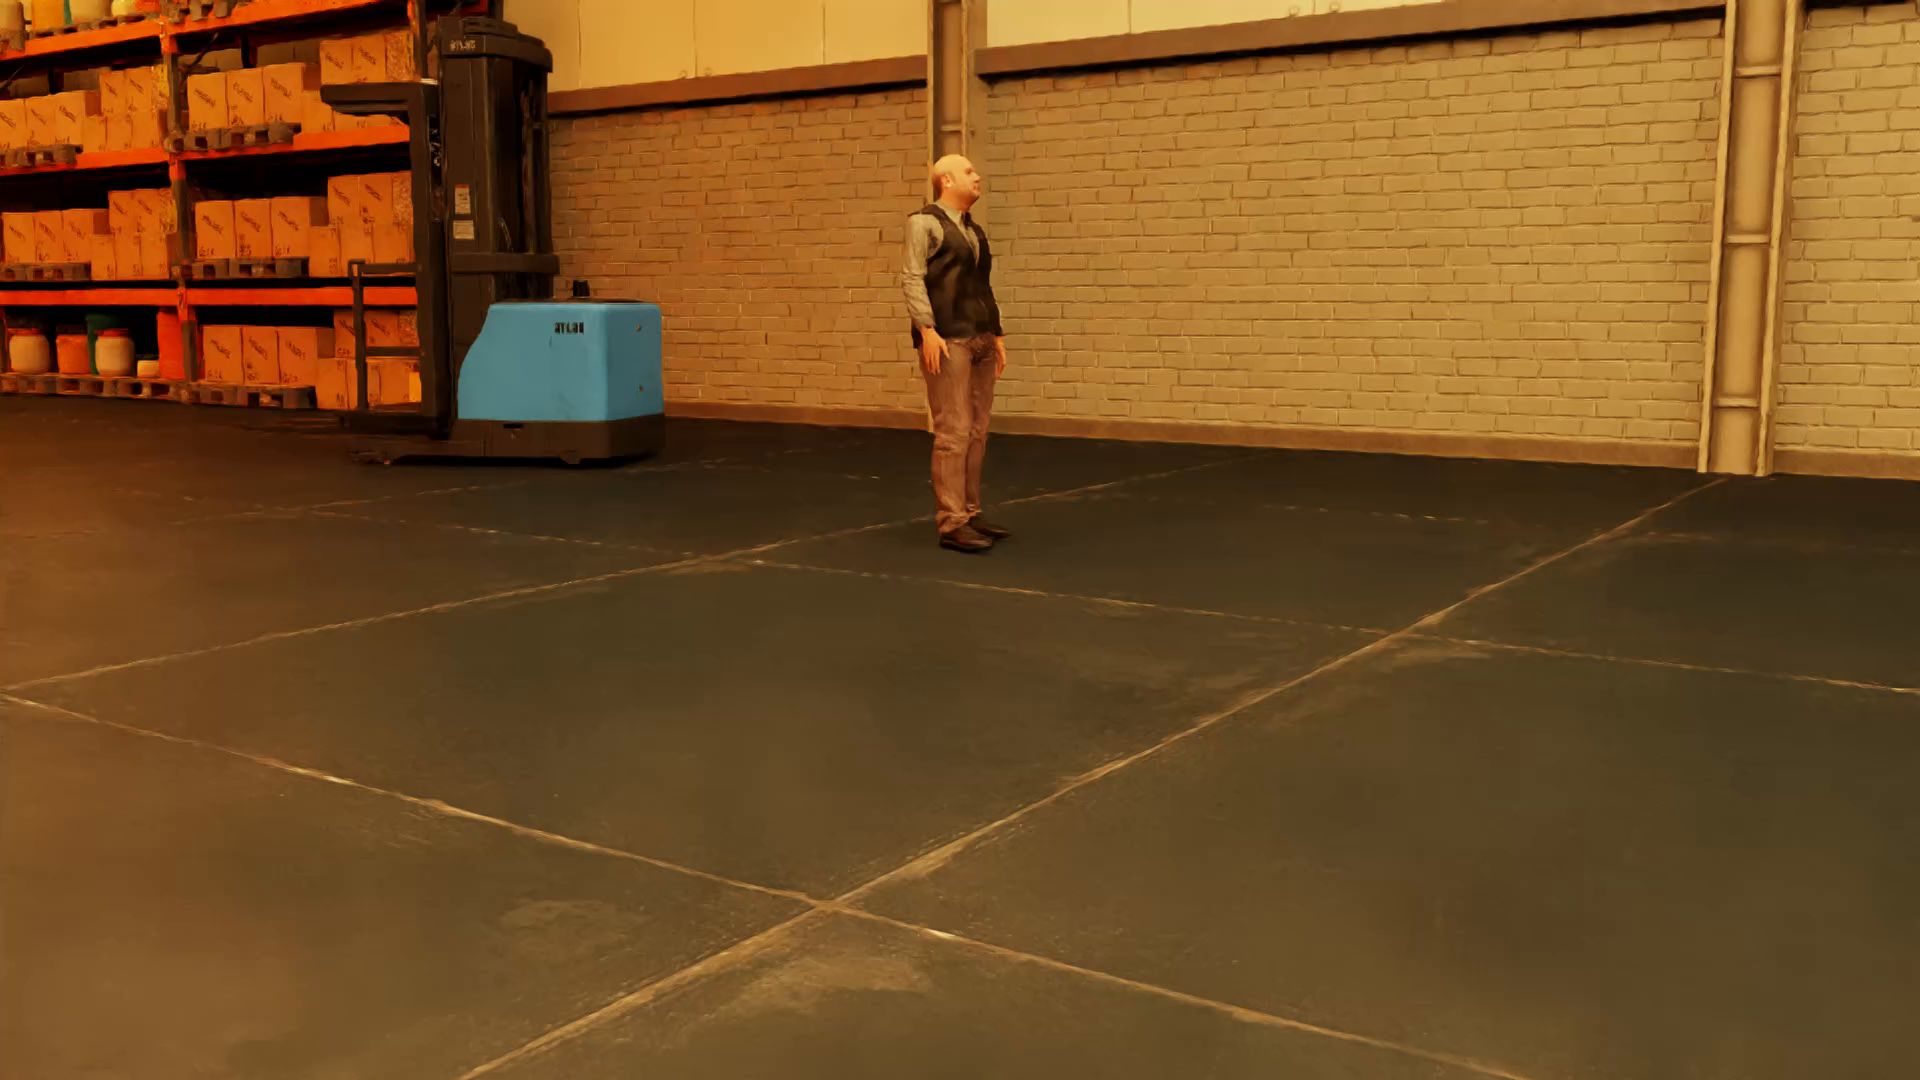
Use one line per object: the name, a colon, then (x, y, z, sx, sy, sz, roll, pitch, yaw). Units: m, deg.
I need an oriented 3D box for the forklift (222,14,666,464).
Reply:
forklift: (-3.651, -2.032, 11.486, 3.031, 2.935, 1.130, 2, 8, 14)

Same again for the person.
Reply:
person: (0.047, -0.853, 7.440, 0.567, 1.720, 0.632, 5, 10, 34)
